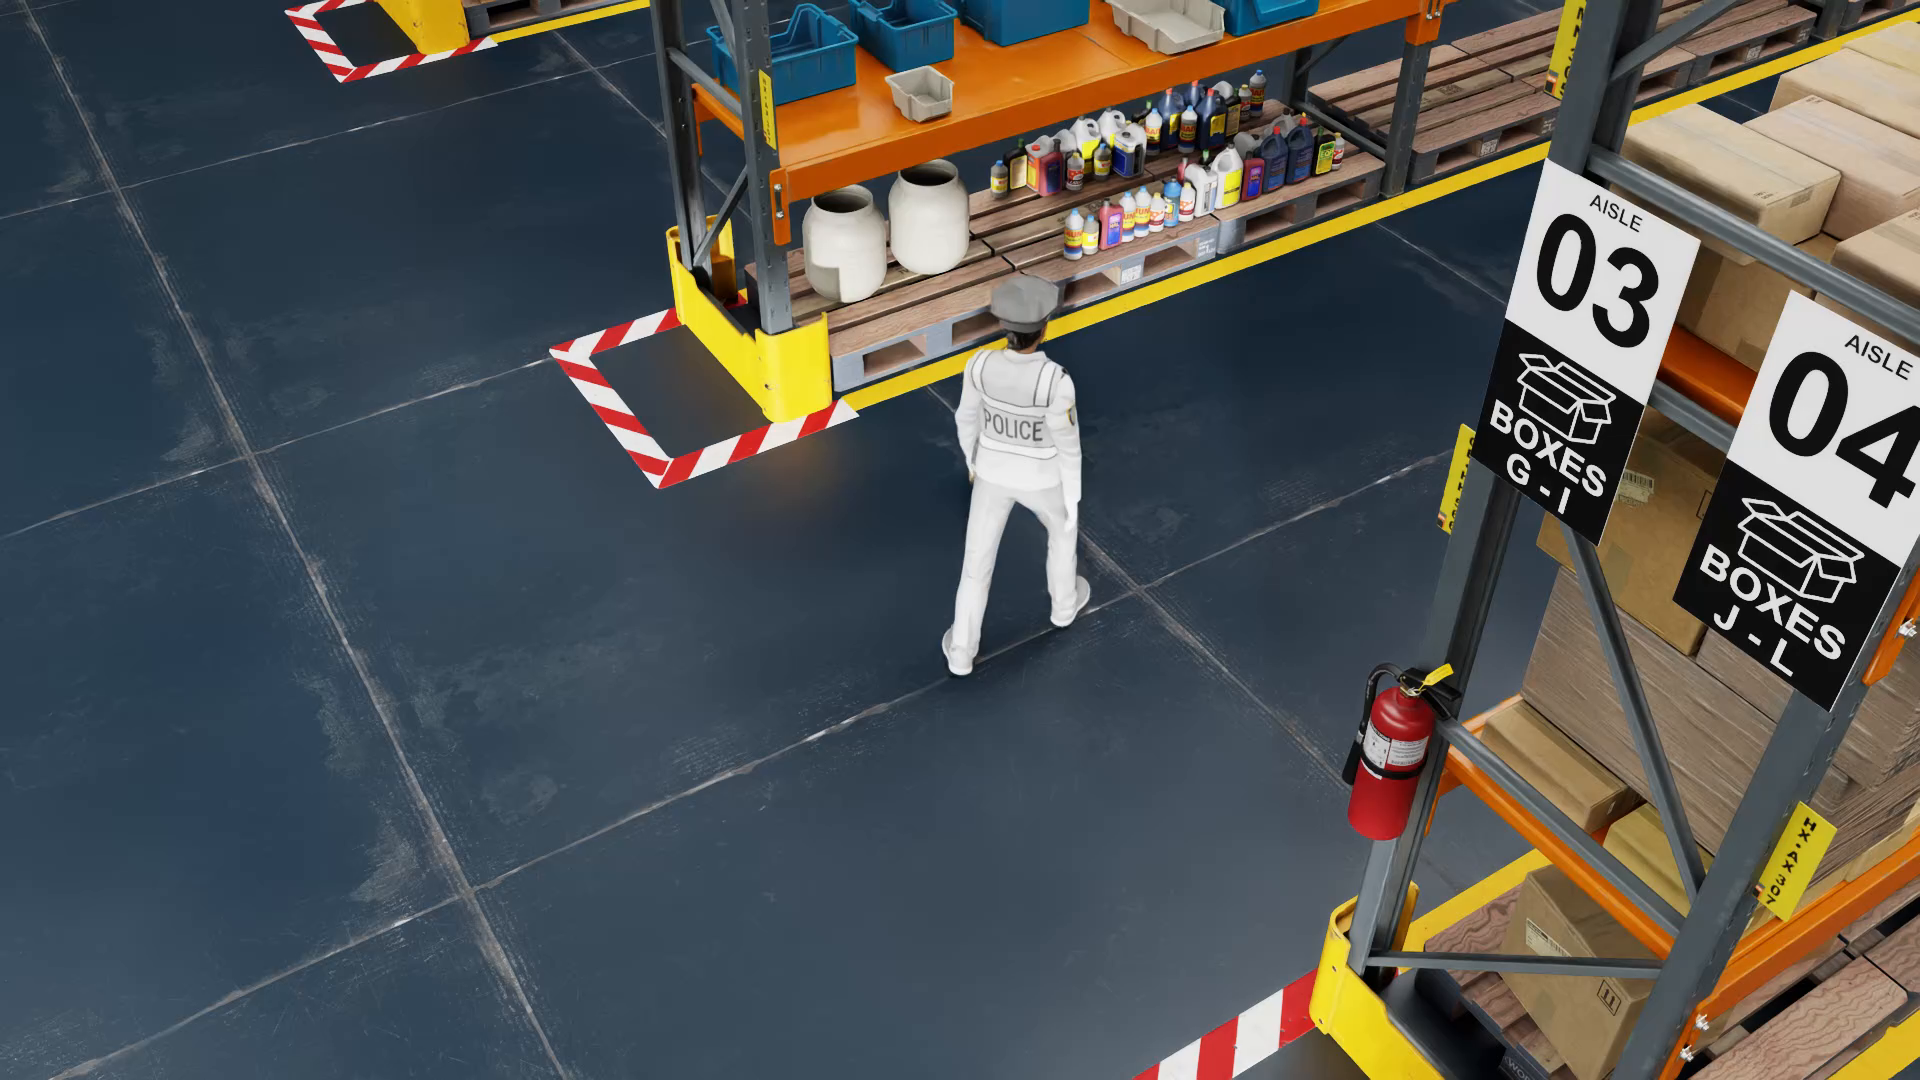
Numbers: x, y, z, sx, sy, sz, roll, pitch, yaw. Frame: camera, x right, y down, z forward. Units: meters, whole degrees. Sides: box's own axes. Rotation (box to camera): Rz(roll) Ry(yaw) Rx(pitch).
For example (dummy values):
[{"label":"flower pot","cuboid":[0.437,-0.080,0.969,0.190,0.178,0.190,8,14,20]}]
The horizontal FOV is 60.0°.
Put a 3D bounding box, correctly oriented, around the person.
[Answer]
[{"label":"person","cuboid":[0.219,-0.237,6.433,0.545,1.635,0.755,14,43,16]}]
